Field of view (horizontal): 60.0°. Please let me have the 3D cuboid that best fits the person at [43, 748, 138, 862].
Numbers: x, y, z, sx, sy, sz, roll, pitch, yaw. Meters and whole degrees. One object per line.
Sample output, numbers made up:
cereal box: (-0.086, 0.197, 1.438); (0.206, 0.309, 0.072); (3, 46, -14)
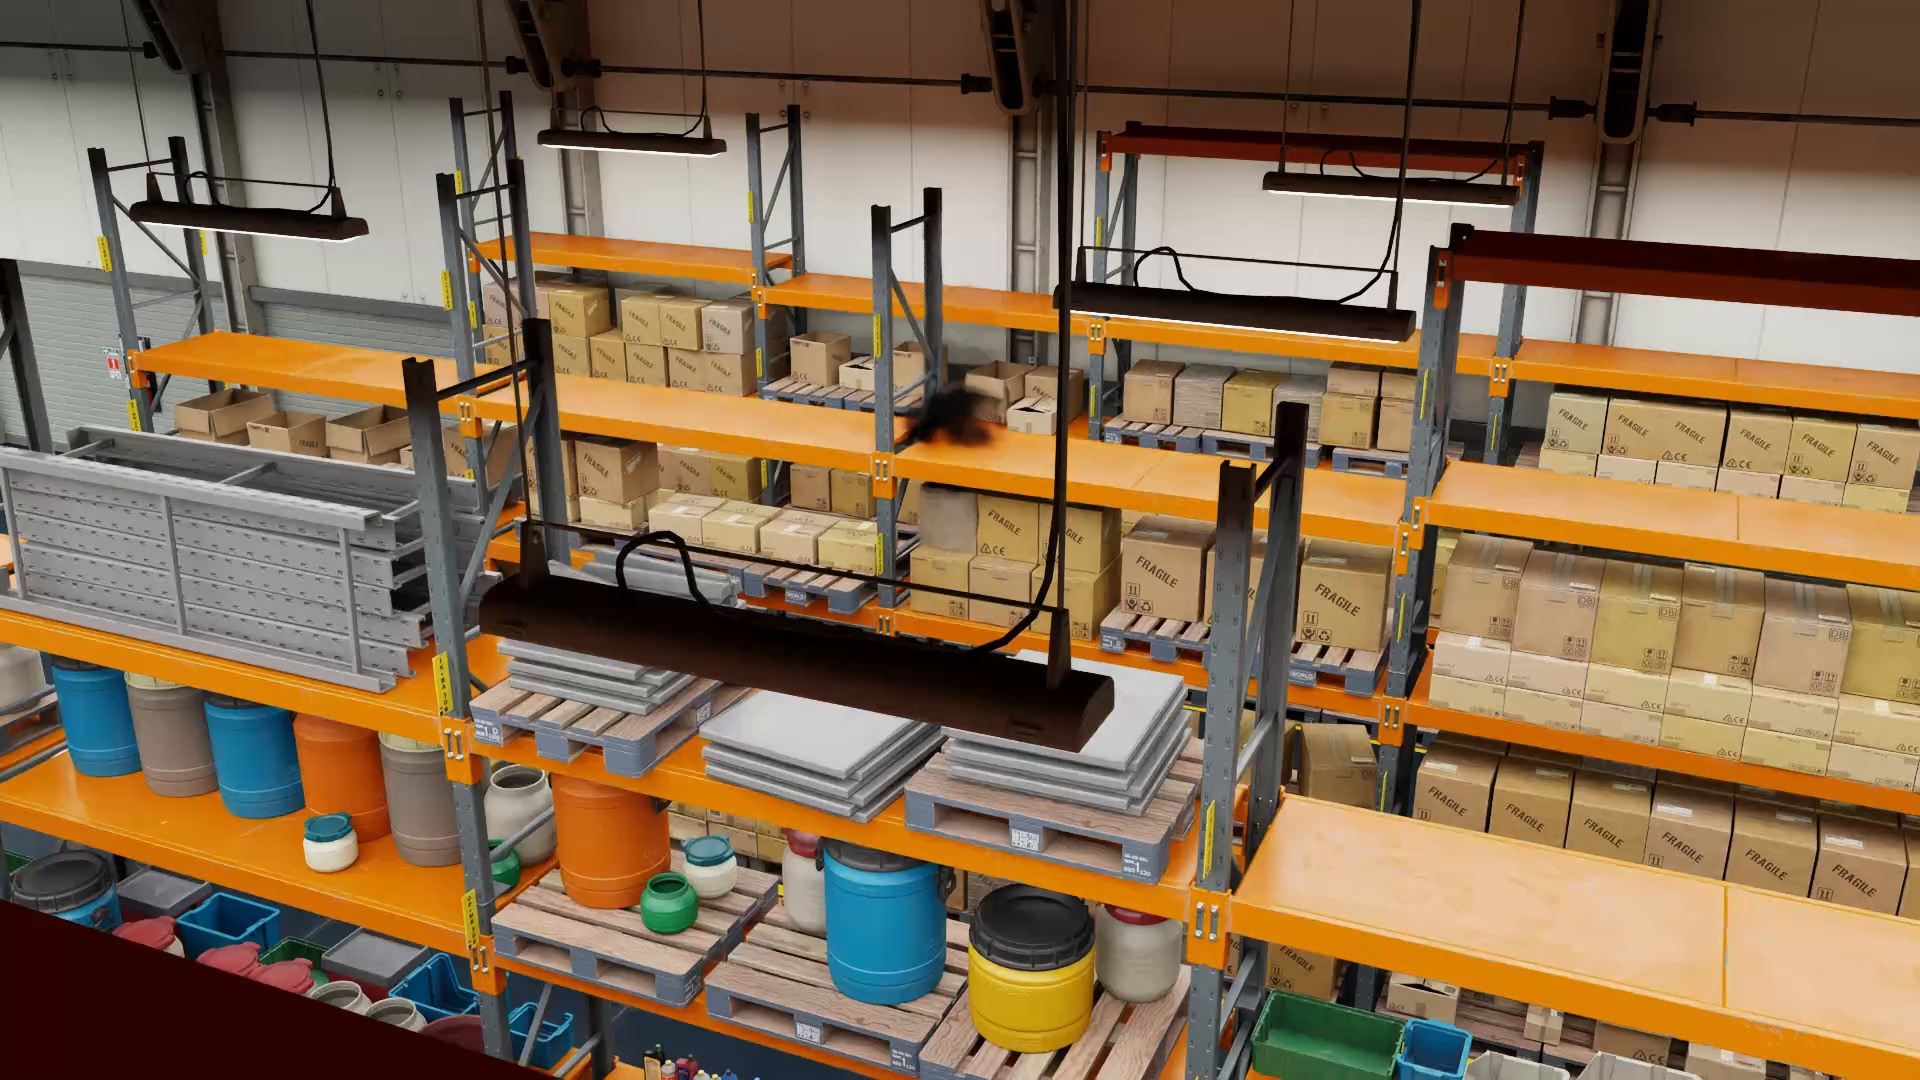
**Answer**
person: (-7.604, 2.227, 14.427); (0.857, 1.686, 0.599); (4, 21, 10)
